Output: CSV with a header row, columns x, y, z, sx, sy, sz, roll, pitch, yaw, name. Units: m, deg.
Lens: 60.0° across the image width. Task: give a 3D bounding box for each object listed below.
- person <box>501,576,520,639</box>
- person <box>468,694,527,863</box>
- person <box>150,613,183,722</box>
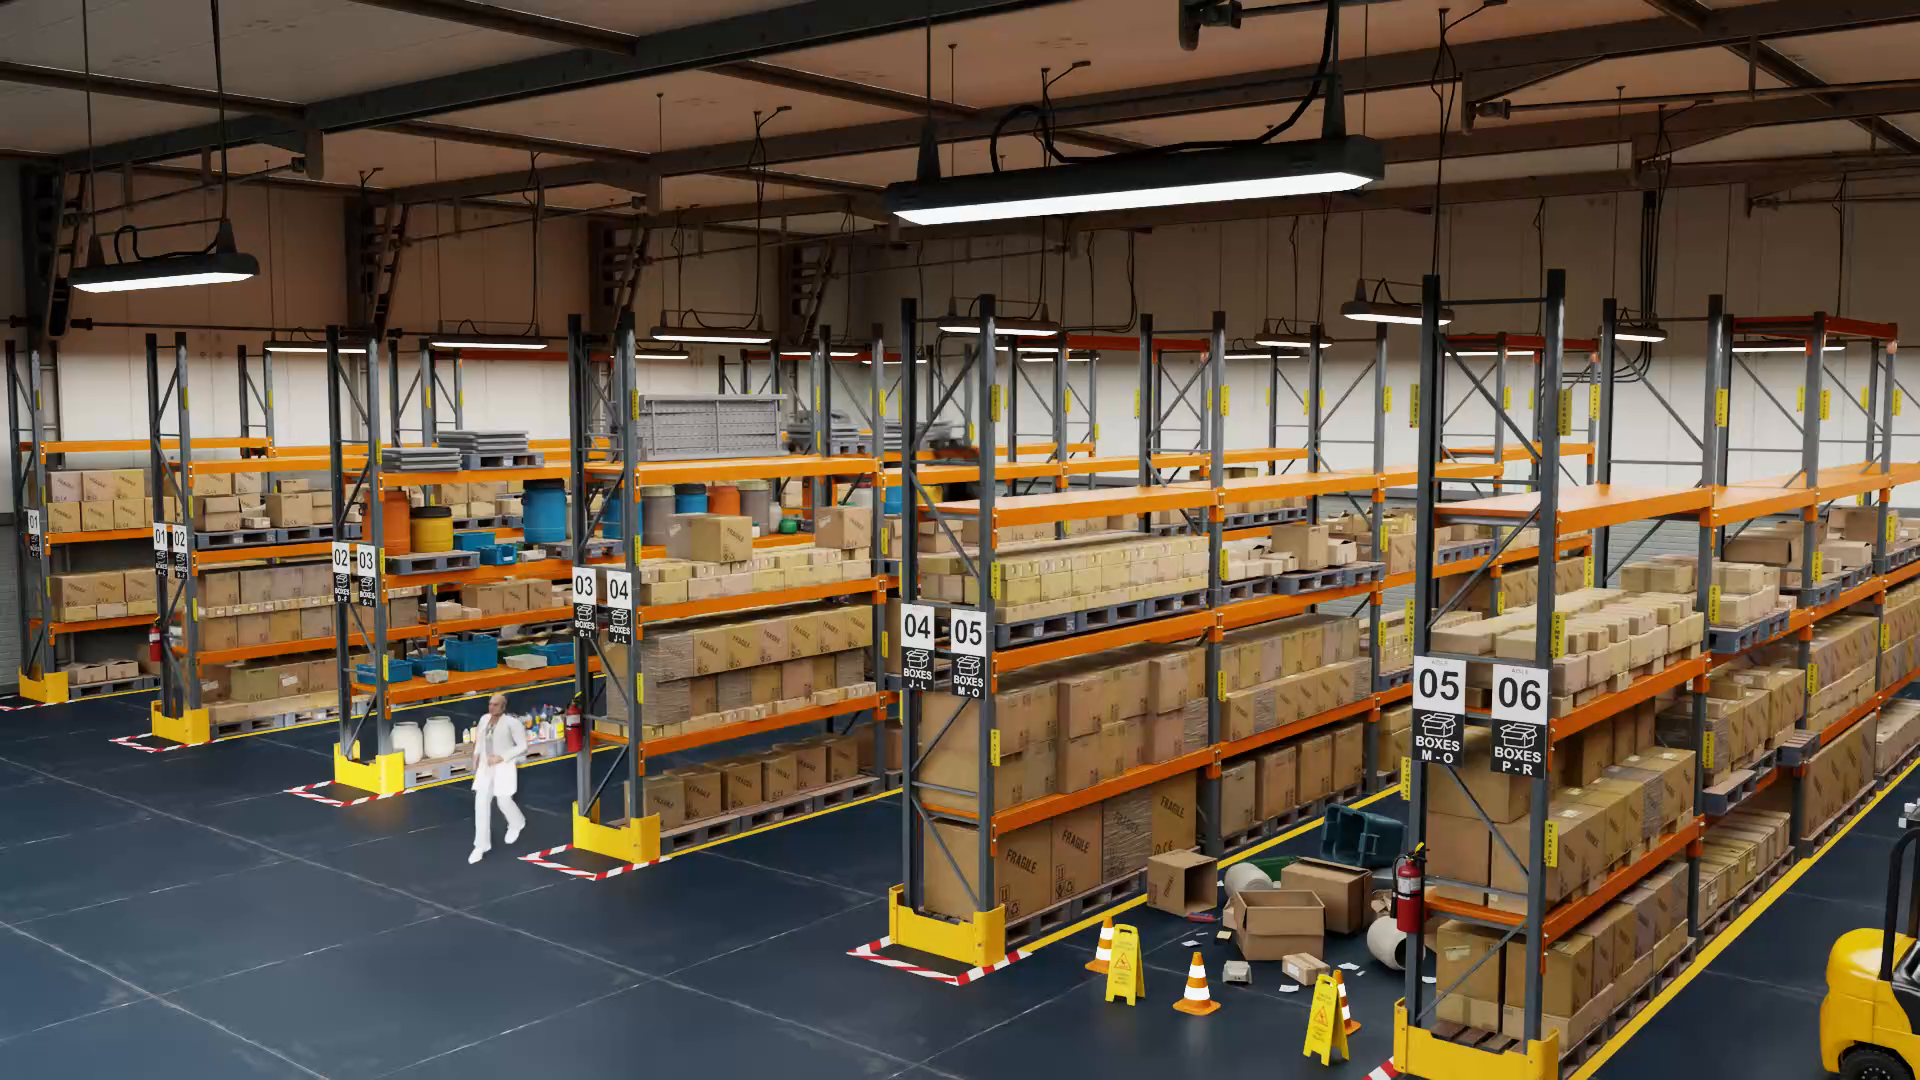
x,y,z,sx,sy,sz,roll,pitch,yaw,name
-8.385,1.495,31.229,0.678,1.740,0.540,5,7,43,person
-5.149,2.613,18.579,0.719,1.812,0.967,1,5,13,person
-12.532,1.958,26.429,0.578,1.738,0.997,3,6,29,person
